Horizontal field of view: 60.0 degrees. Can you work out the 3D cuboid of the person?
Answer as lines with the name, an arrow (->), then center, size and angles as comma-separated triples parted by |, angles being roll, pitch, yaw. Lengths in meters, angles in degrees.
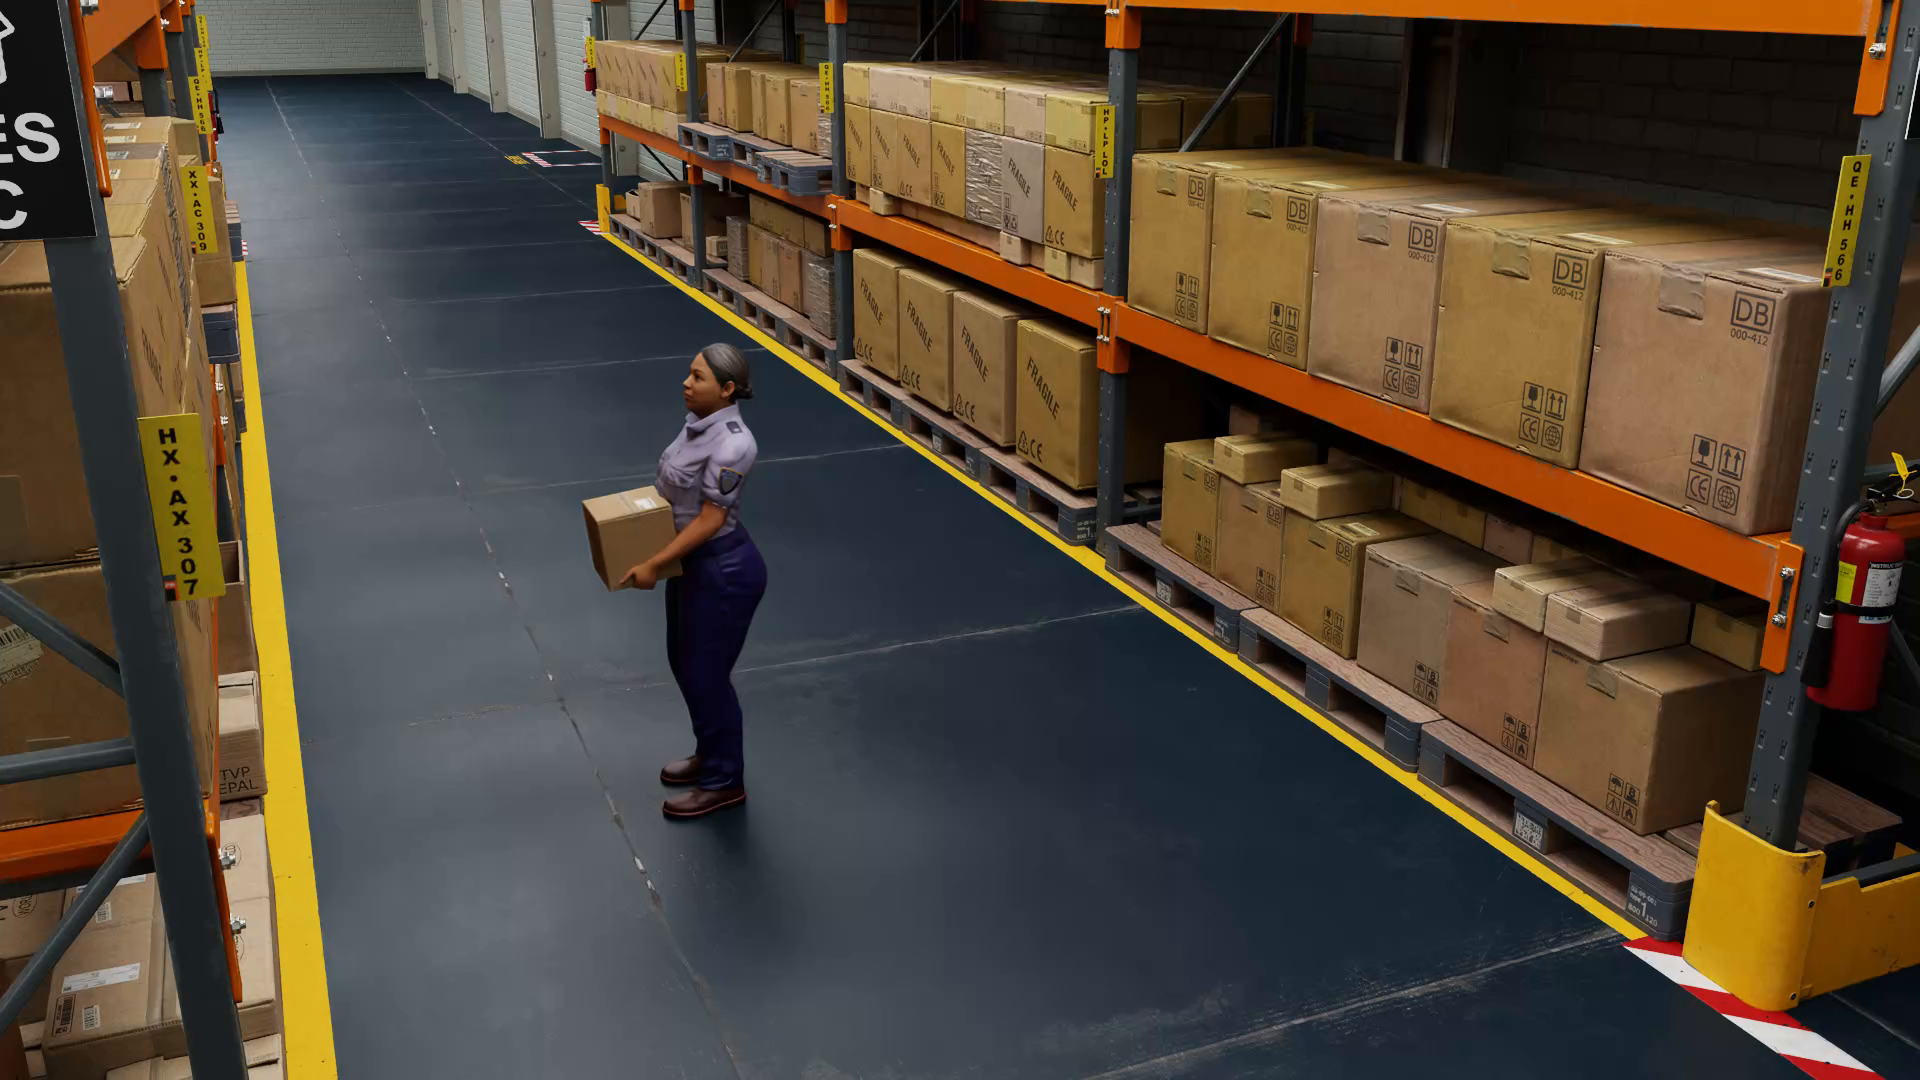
person -> -0.929, 0.142, 5.700 | 0.515, 1.627, 0.452 | -8, 21, -22
